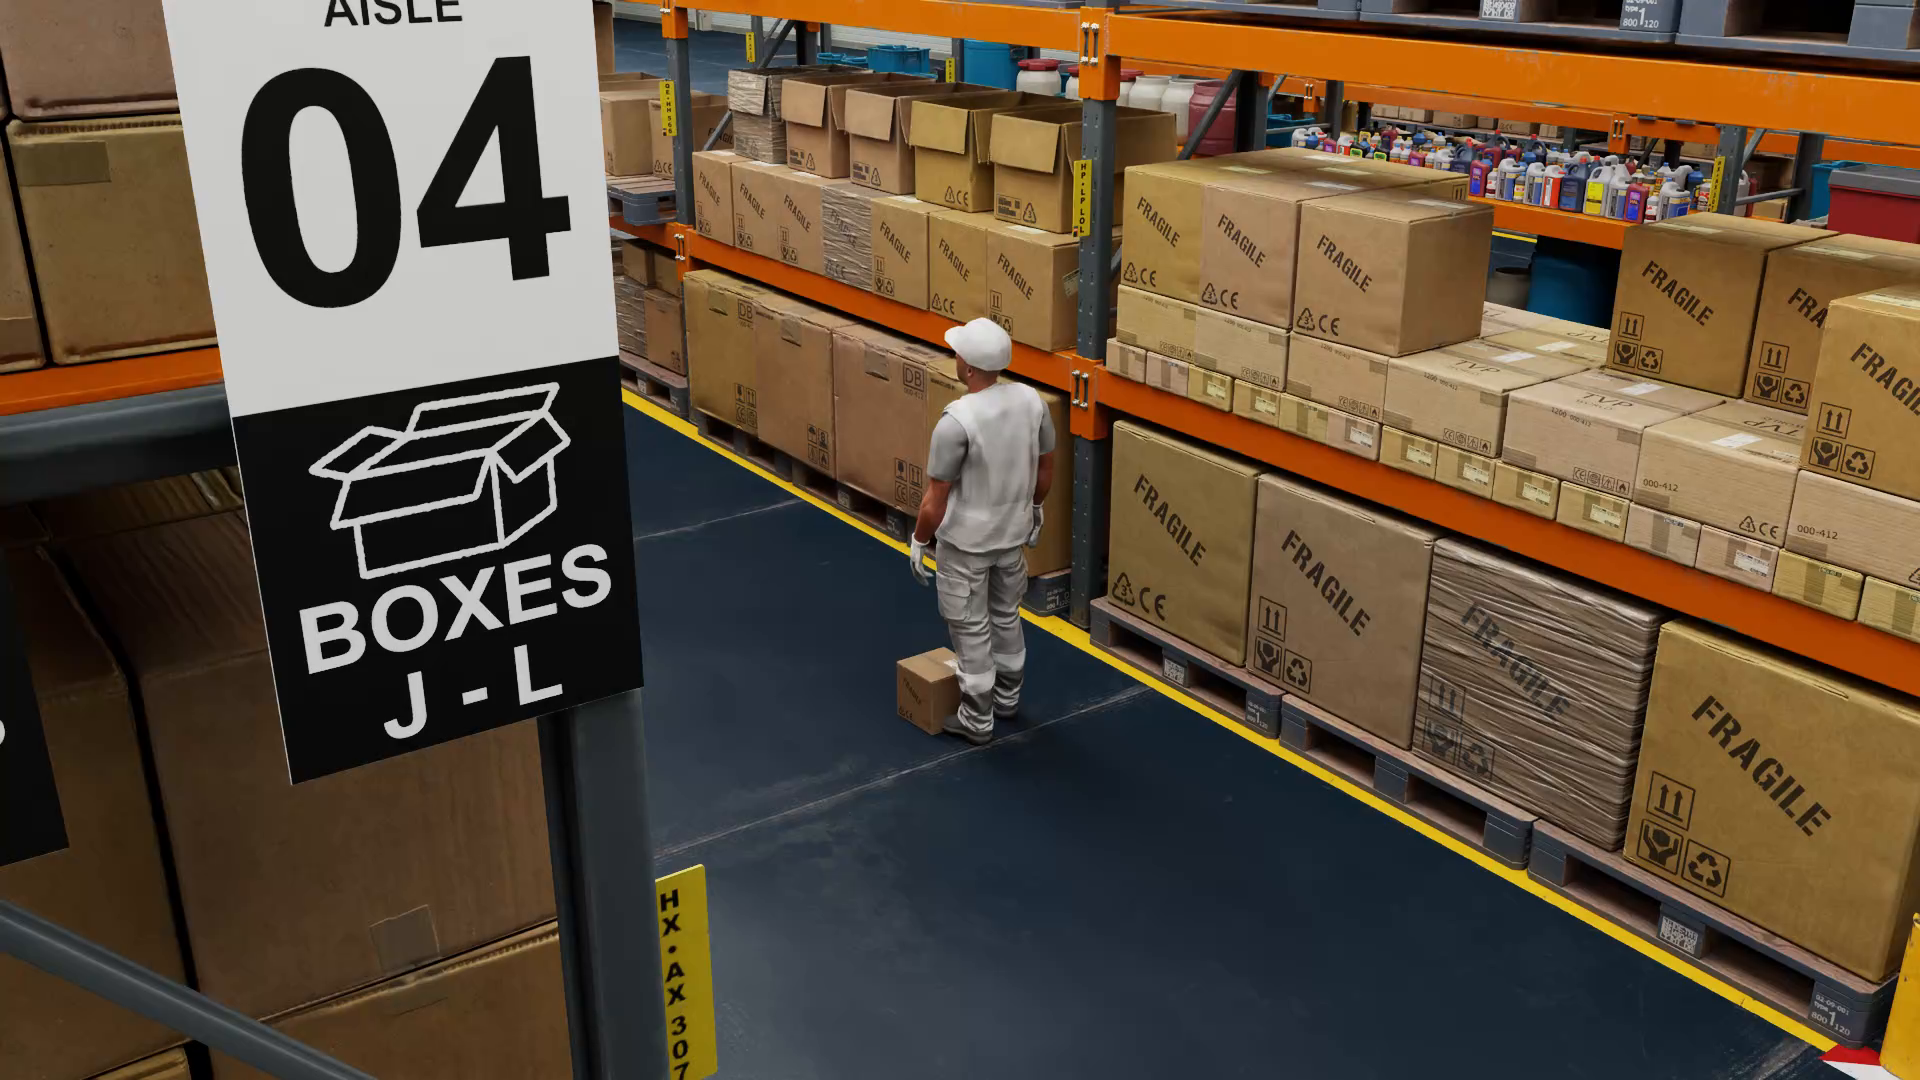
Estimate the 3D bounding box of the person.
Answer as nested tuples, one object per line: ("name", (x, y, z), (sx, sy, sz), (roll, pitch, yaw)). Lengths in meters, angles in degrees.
("person", (0.046, -0.039, 6.624), (0.637, 1.790, 0.562), (-14, 25, -33))
